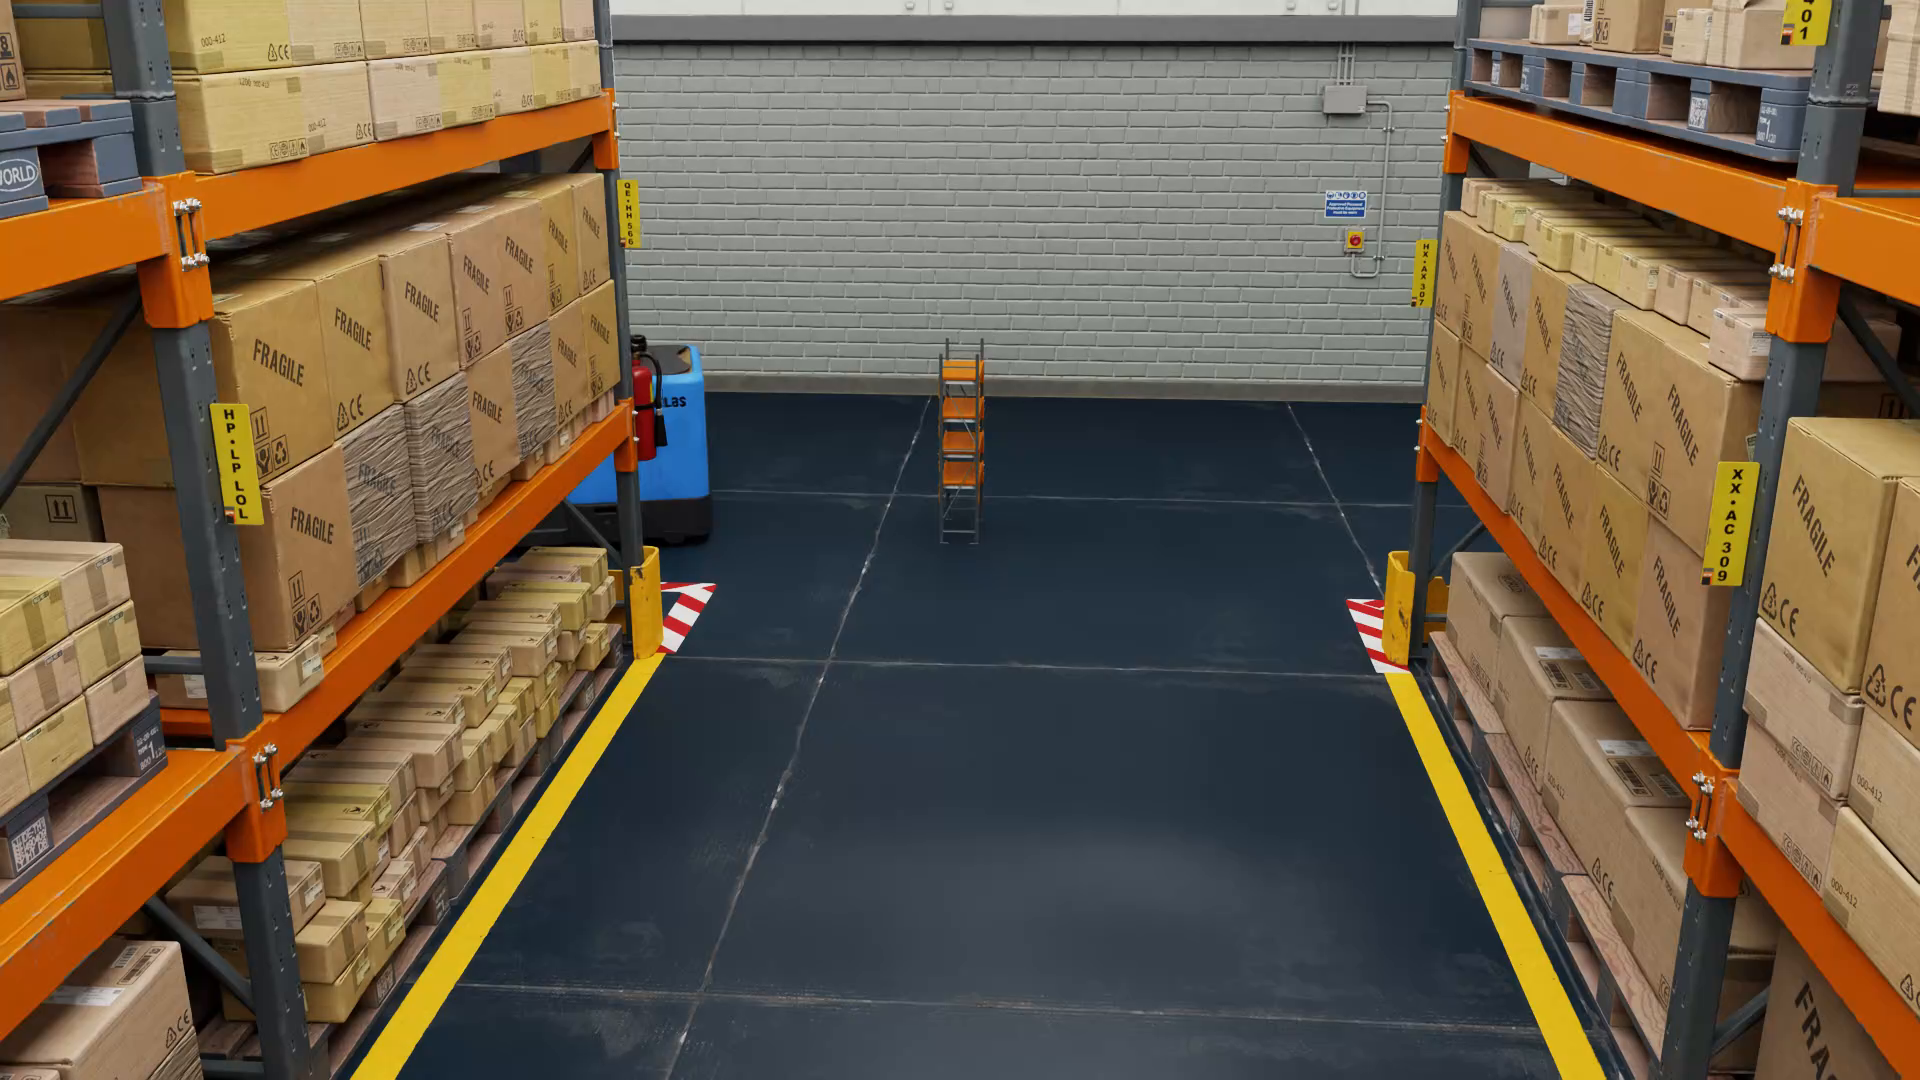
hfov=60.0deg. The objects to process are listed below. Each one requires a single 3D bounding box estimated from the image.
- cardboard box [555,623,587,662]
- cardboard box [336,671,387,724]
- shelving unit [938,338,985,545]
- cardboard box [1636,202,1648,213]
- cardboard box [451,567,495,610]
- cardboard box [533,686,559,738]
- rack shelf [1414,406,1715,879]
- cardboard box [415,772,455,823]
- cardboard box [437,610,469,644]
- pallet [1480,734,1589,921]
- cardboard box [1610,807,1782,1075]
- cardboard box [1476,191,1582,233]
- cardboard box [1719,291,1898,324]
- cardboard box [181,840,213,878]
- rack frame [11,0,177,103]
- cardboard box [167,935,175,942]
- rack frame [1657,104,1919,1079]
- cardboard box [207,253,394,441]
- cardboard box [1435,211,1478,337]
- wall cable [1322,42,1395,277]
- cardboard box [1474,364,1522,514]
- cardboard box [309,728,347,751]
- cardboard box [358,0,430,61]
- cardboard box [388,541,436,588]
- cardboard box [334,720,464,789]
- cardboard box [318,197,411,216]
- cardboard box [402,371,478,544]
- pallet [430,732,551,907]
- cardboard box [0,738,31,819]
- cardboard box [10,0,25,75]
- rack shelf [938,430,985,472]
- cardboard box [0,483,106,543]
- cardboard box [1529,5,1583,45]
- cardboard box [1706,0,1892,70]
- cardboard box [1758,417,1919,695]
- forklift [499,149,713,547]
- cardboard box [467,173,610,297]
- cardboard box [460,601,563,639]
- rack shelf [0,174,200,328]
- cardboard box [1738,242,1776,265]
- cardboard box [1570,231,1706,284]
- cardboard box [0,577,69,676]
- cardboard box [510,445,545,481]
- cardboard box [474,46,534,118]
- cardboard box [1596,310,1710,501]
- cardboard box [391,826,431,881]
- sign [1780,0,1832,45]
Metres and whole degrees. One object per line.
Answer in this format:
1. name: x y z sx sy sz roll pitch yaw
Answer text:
1. cardboard box: -1.945 0.446 7.671 0.380 0.149 0.250 1 18 2
2. cardboard box: -2.530 0.617 6.670 0.380 0.149 0.250 1 18 4
3. shelving unit: 0.012 -0.622 10.393 0.258 1.200 0.503 1 18 4
4. cardboard box: 2.975 -1.297 6.755 0.380 0.149 0.250 2 18 5
5. cardboard box: -2.432 0.216 7.895 0.380 0.149 0.250 2 18 5
6. cardboard box: -1.968 0.743 7.241 0.380 0.149 0.250 0 18 1
7. rack shelf: 2.645 0.142 6.326 1.077 0.370 4.000 1 18 4
8. cardboard box: -2.122 0.925 6.208 0.380 0.149 0.250 2 18 6
9. cardboard box: -2.455 0.433 7.711 0.380 0.149 0.250 2 18 5
10. pallet: 2.719 1.132 6.628 1.003 0.211 1.213 1 18 4
11. cardboard box: 2.654 1.247 5.240 0.875 0.438 0.875 1 18 3
12. cardboard box: 2.406 -1.386 7.028 0.380 0.149 0.250 2 18 6
13. cardboard box: 2.334 -0.591 4.603 0.380 0.149 0.250 2 18 5
14. cardboard box: -2.698 1.019 5.446 0.380 0.149 0.250 2 18 5
15. rack frame: -2.443 -2.508 3.626 1.000 3.000 0.127 1 18 4
16. cardboard box: -2.754 1.368 5.334 0.380 0.149 0.250 2 18 5
17. rack frame: 2.502 0.422 4.319 1.000 3.000 0.127 1 18 4
18. cardboard box: -2.145 -0.617 5.246 0.500 0.500 0.500 1 18 2
19. cardboard box: 2.470 -1.201 7.503 0.500 0.500 0.500 1 18 3
20. wall cable: 3.170 -3.070 13.293 0.585 1.953 0.123 1 18 4
21. cardboard box: 2.405 -0.410 6.697 0.500 0.500 0.500 1 18 4
22. cardboard box: -2.575 0.846 6.452 0.380 0.149 0.250 0 18 1
23. cardboard box: -2.079 -1.704 5.426 0.500 0.250 0.500 2 18 5
24. cardboard box: -2.076 0.054 5.844 0.380 0.149 0.250 2 18 5
25. cardboard box: -2.068 0.790 6.143 0.380 0.149 0.250 2 18 5
26. cardboard box: -2.542 -1.112 6.756 0.500 0.500 0.500 1 18 3
27. cardboard box: -2.055 -0.304 5.895 0.500 0.500 0.500 1 18 3
28. pallet: -2.345 1.078 6.793 1.003 0.211 1.213 1 18 4
29. cardboard box: -2.311 0.548 3.662 0.380 0.149 0.250 1 18 4
30. cardboard box: -2.663 -1.398 4.494 0.500 0.250 0.500 0 18 1
31. rack shelf: 0.012 -0.558 10.414 0.258 0.148 0.480 1 18 4
32. cardboard box: -2.690 -0.003 4.976 0.500 0.500 0.500 1 18 4
33. cardboard box: 2.481 -2.041 6.586 0.380 0.149 0.250 2 18 6
34. cardboard box: 2.228 -1.392 4.419 0.396 0.266 0.258 2 18 6
35. cardboard box: 2.184 0.029 3.750 0.500 0.500 0.500 1 18 5
36. forklift: -3.108 -1.434 10.092 3.031 2.935 1.130 -3 18 -10
37. cardboard box: -1.941 -1.416 7.683 0.500 0.500 0.500 1 18 3
38. cardboard box: -1.990 0.382 7.389 0.380 0.149 0.250 1 18 2
39. rack shelf: -2.586 -0.120 2.310 1.077 0.370 4.000 1 18 4
40. cardboard box: 2.825 -0.899 5.542 0.380 0.149 0.250 1 18 4
41. cardboard box: 2.364 -0.984 5.802 0.380 0.149 0.250 1 18 4
42. cardboard box: -2.295 0.192 3.793 0.380 0.149 0.250 1 18 2
43. cardboard box: -1.999 -0.357 7.099 0.380 0.149 0.250 0 18 1
44. cardboard box: -2.003 -1.794 6.505 0.500 0.250 0.500 2 18 6
45. cardboard box: 2.305 -0.411 5.094 0.500 0.500 0.500 1 18 3
46. cardboard box: -2.143 1.151 5.997 0.380 0.149 0.250 1 18 3
47. sign: 1.948 -1.299 3.795 0.100 0.325 0.005 1 18 4
